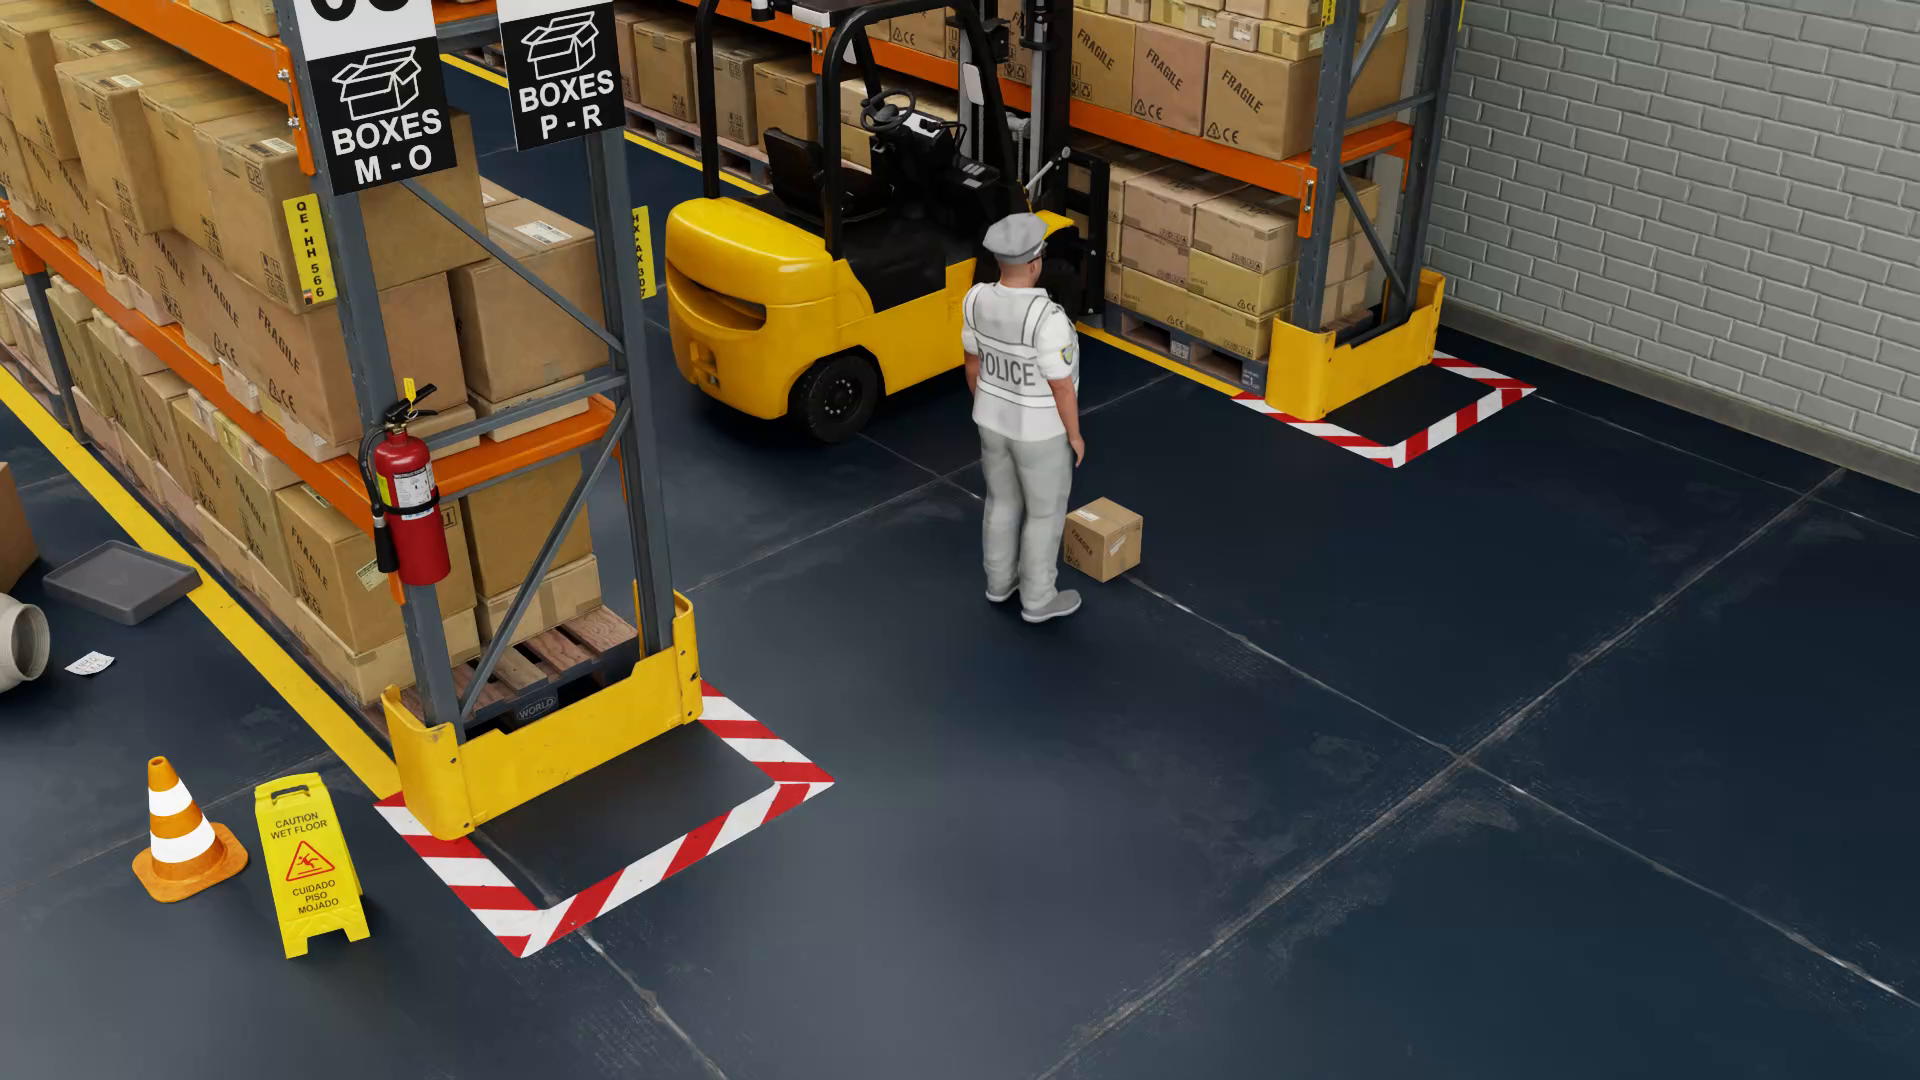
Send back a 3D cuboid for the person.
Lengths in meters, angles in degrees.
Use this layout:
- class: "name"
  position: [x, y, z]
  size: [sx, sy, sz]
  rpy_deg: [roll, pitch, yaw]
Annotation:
- class: "person"
  position: [0.271, -0.494, 6.883]
  size: [0.550, 1.784, 0.402]
  rpy_deg: [25, 39, 34]
